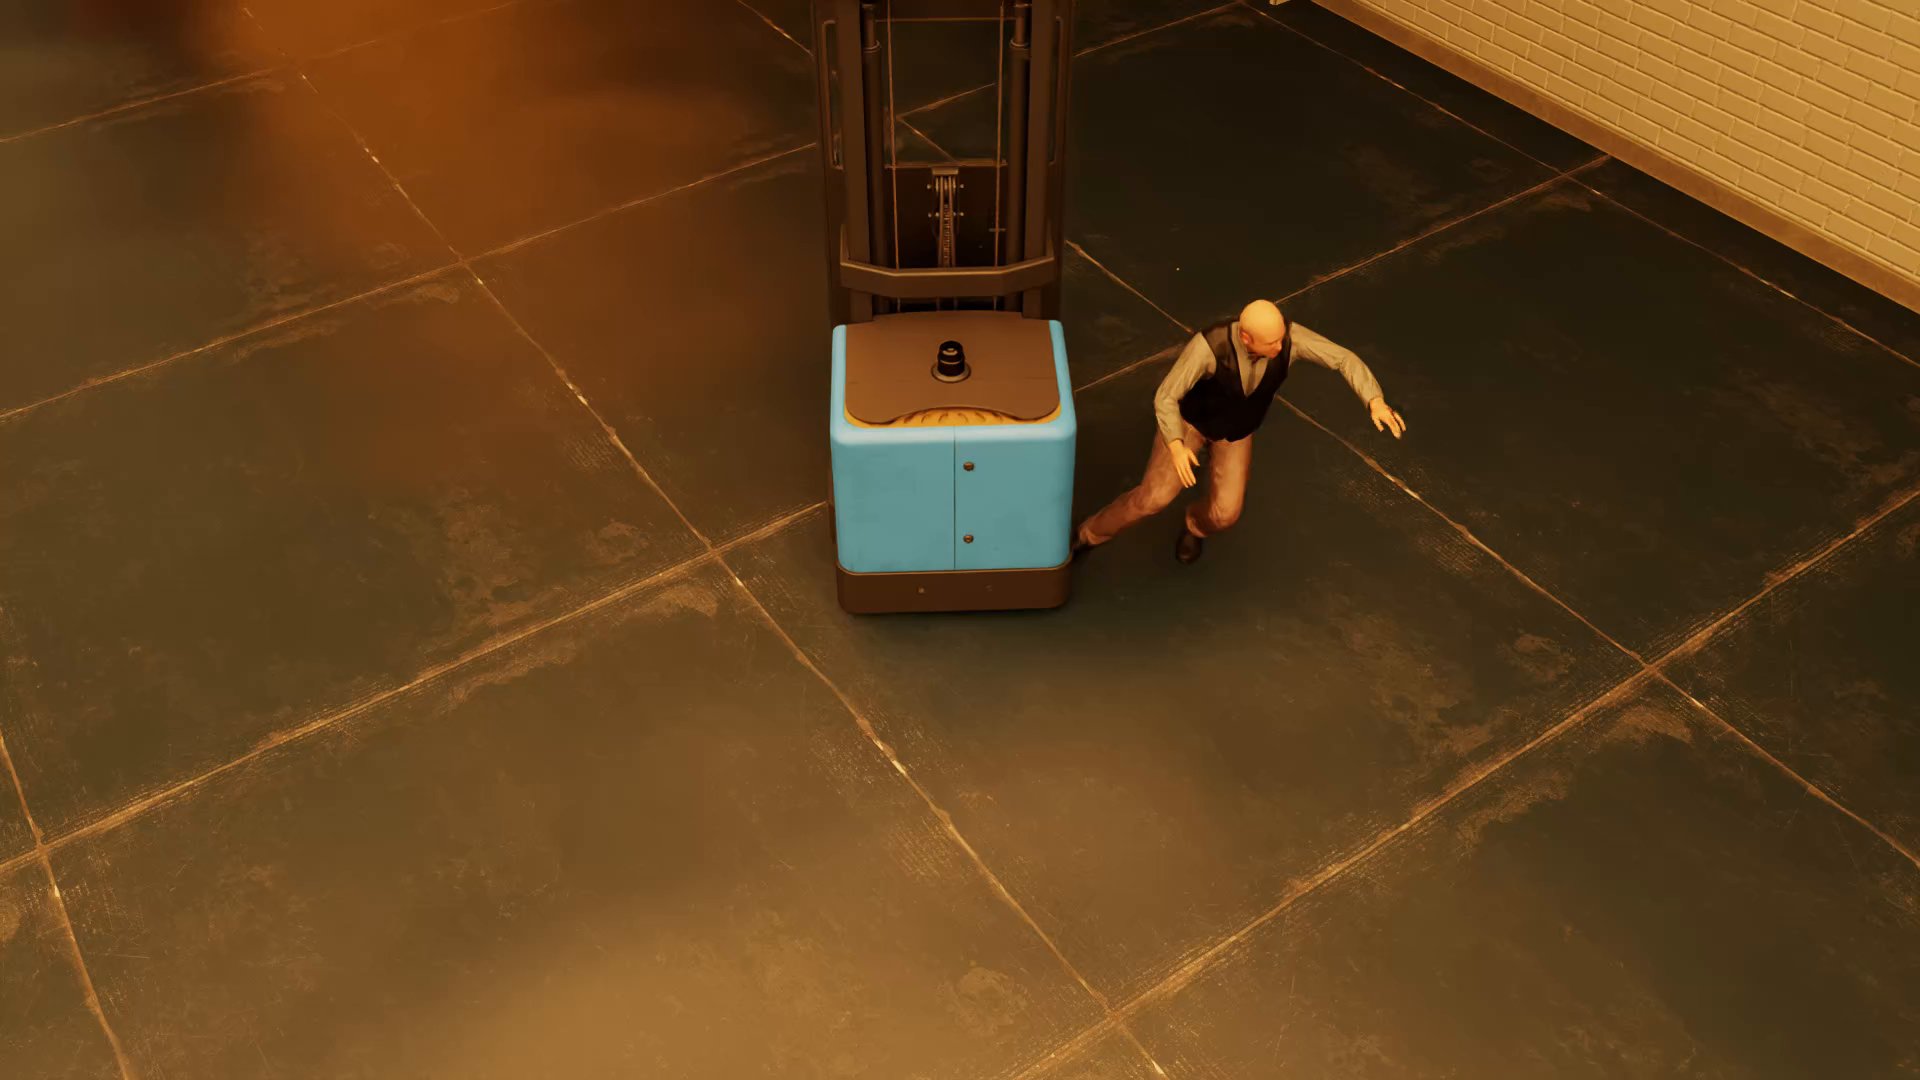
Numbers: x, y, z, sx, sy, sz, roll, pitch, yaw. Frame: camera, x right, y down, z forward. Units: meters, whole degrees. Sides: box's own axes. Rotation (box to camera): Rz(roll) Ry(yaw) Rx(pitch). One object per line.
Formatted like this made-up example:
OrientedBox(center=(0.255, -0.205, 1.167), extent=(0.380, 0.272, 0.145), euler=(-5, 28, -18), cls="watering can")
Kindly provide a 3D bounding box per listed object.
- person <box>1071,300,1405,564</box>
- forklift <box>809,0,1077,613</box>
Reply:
OrientedBox(center=(1.082, -0.402, 7.250), extent=(1.405, 1.483, 0.838), euler=(-7, 43, -8), cls="person")
OrientedBox(center=(-0.083, -1.734, 7.597), extent=(1.130, 2.935, 3.031), euler=(-2, 43, -2), cls="forklift")
